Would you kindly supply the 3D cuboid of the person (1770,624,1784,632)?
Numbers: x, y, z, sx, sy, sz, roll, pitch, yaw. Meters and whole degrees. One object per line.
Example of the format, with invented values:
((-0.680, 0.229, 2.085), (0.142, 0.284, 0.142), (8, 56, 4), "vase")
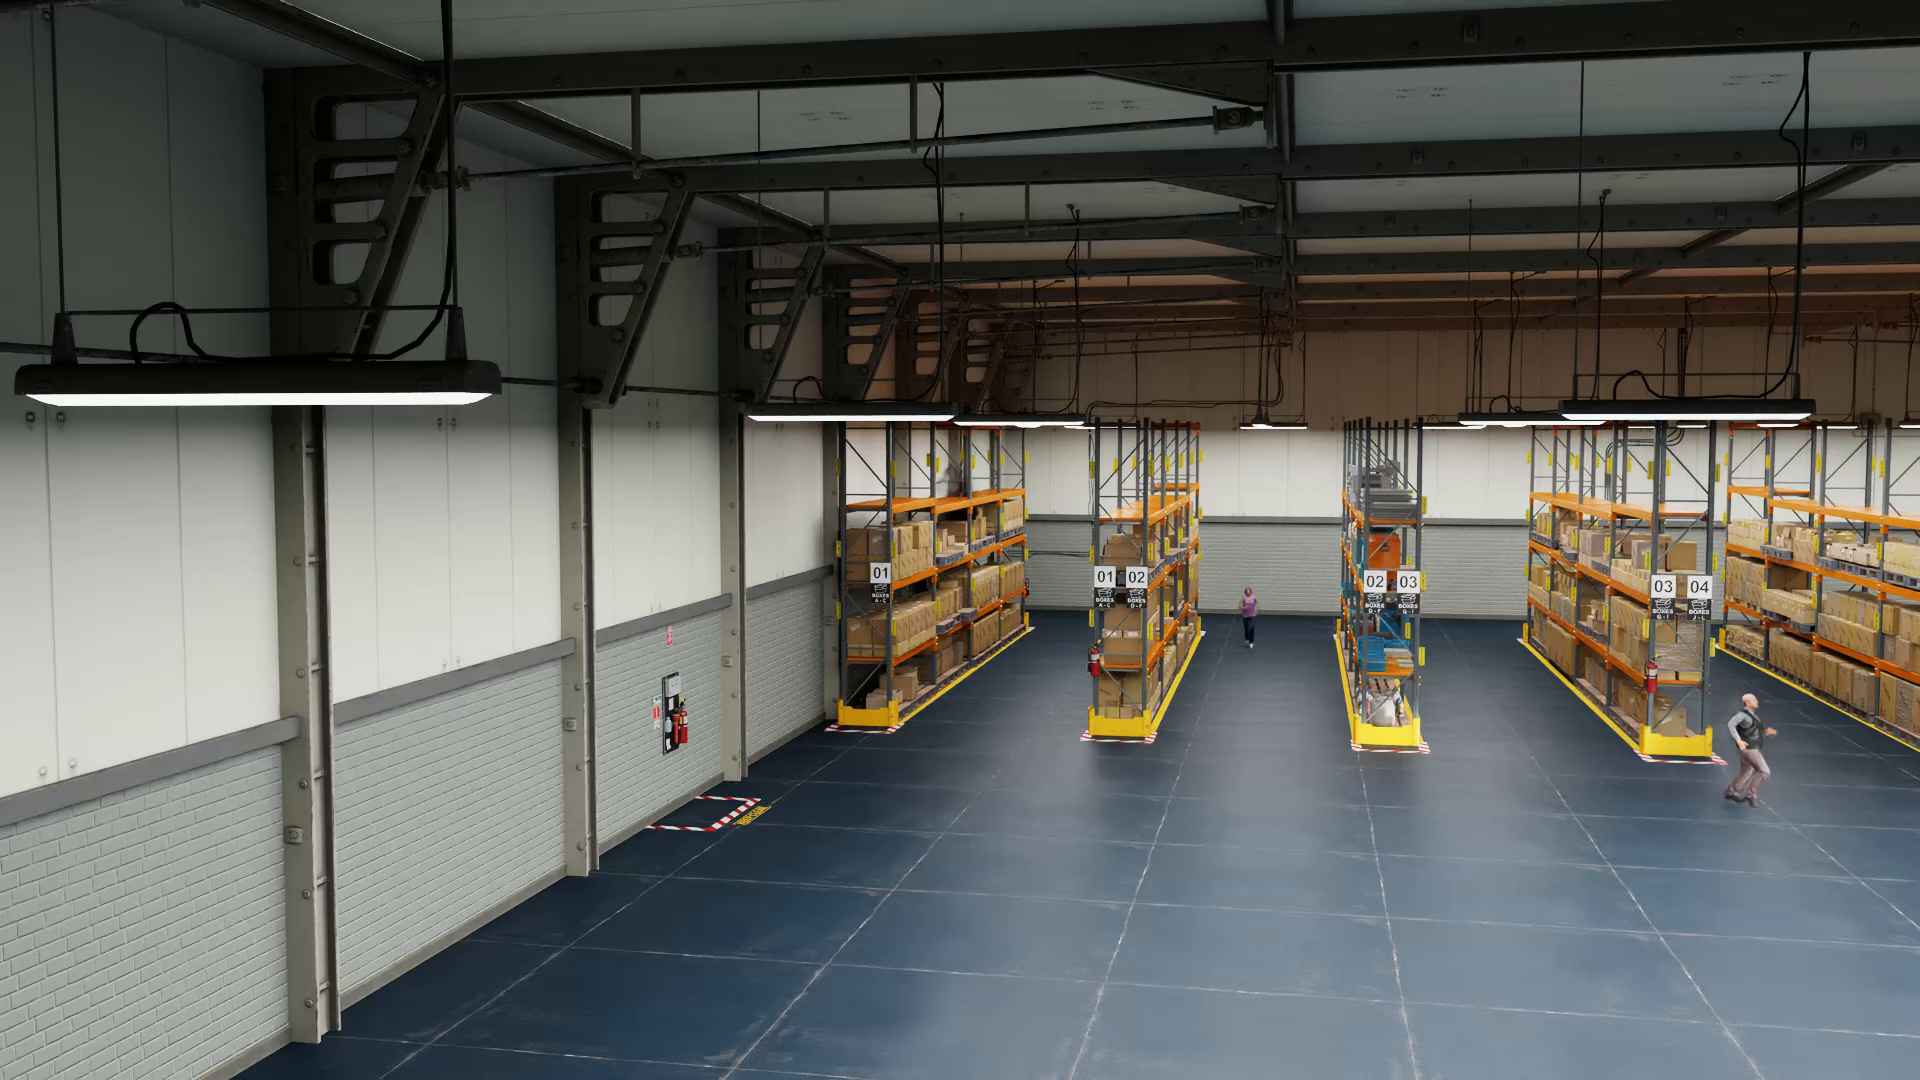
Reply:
((21.933, 2.021, 44.835), (0.704, 1.584, 0.503), (-1, 4, -20), "person")

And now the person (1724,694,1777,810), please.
((12.039, 3.225, 25.334), (0.732, 1.762, 0.629), (3, 5, 35), "person")

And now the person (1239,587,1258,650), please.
((7.640, 2.048, 44.074), (0.527, 1.619, 0.824), (0, 4, 7), "person")
